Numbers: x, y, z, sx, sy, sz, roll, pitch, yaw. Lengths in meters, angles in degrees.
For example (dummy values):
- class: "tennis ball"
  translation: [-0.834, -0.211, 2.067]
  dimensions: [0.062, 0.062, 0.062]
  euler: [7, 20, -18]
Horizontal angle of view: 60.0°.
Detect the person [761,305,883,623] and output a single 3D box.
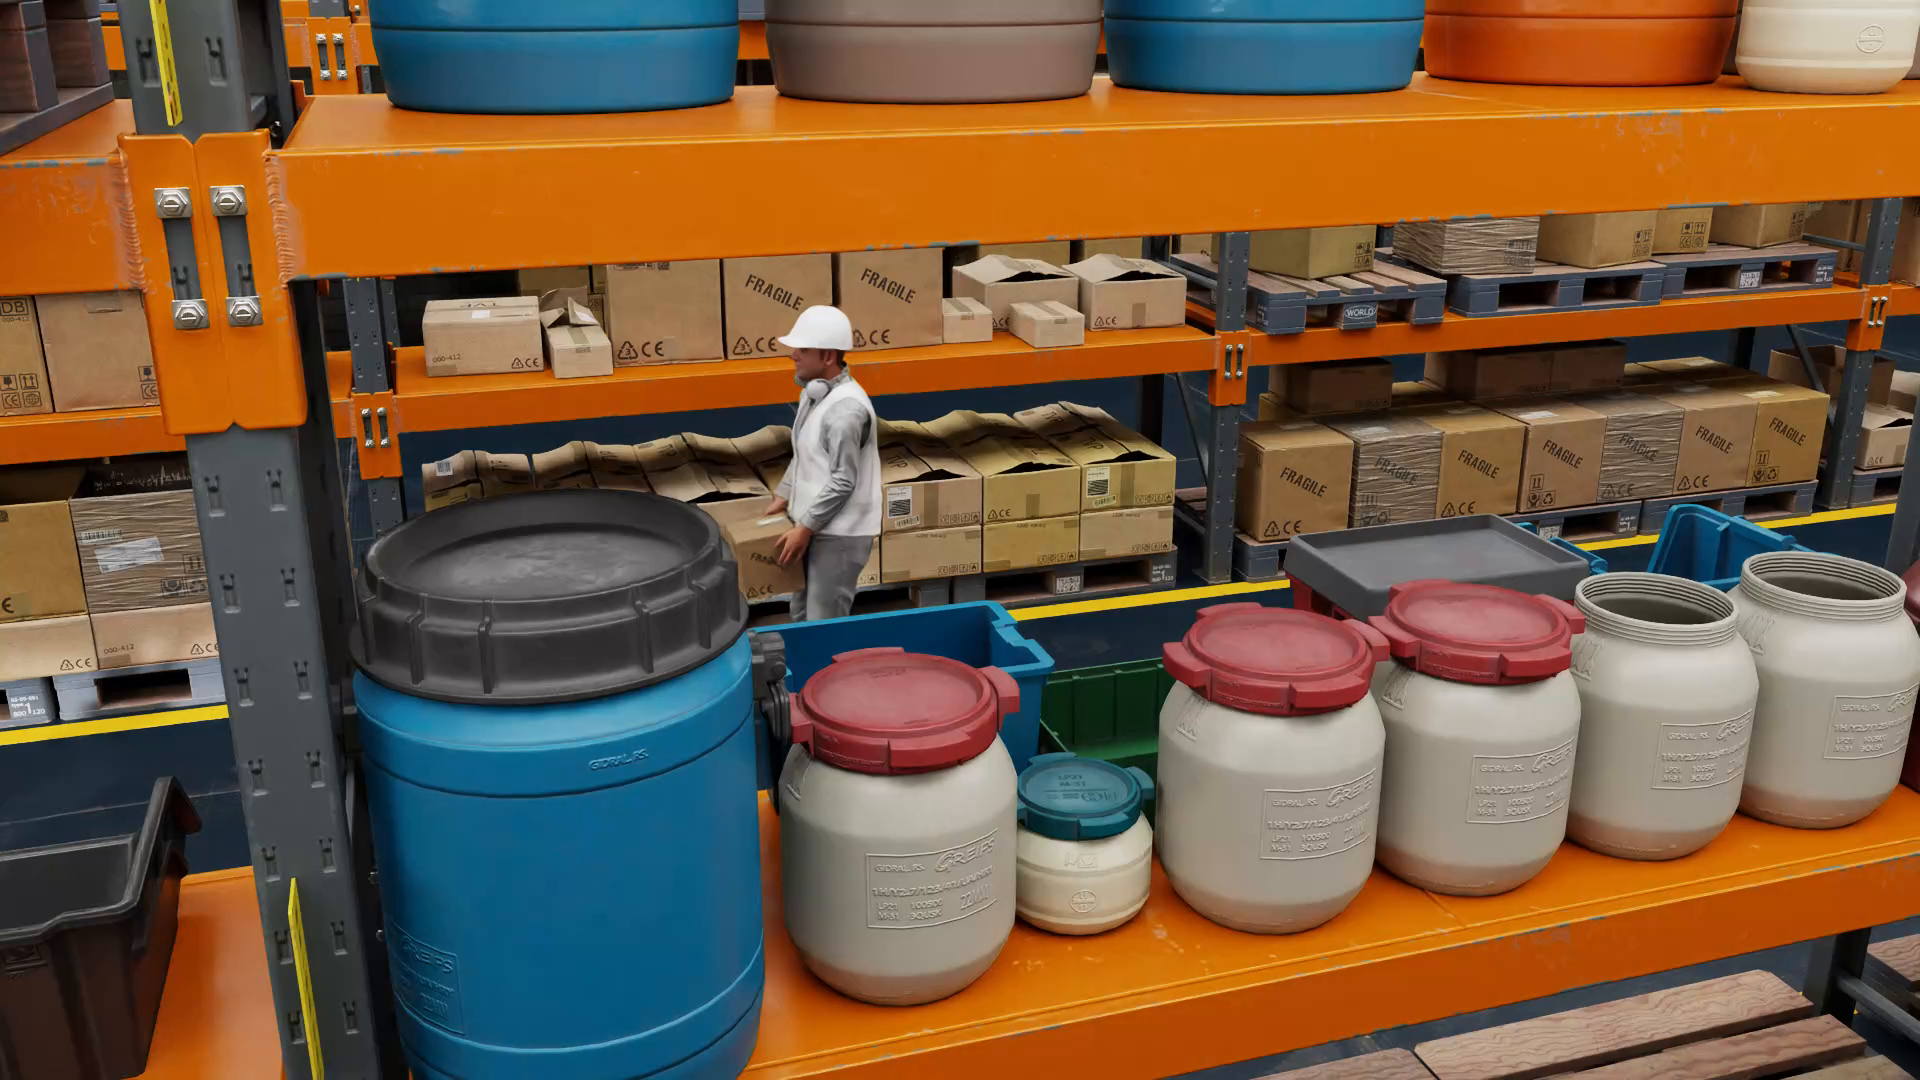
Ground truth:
- class: "person"
  translation: [-0.551, -0.060, 6.687]
  dimensions: [0.470, 1.779, 0.546]
  euler: [-7, 20, -18]
